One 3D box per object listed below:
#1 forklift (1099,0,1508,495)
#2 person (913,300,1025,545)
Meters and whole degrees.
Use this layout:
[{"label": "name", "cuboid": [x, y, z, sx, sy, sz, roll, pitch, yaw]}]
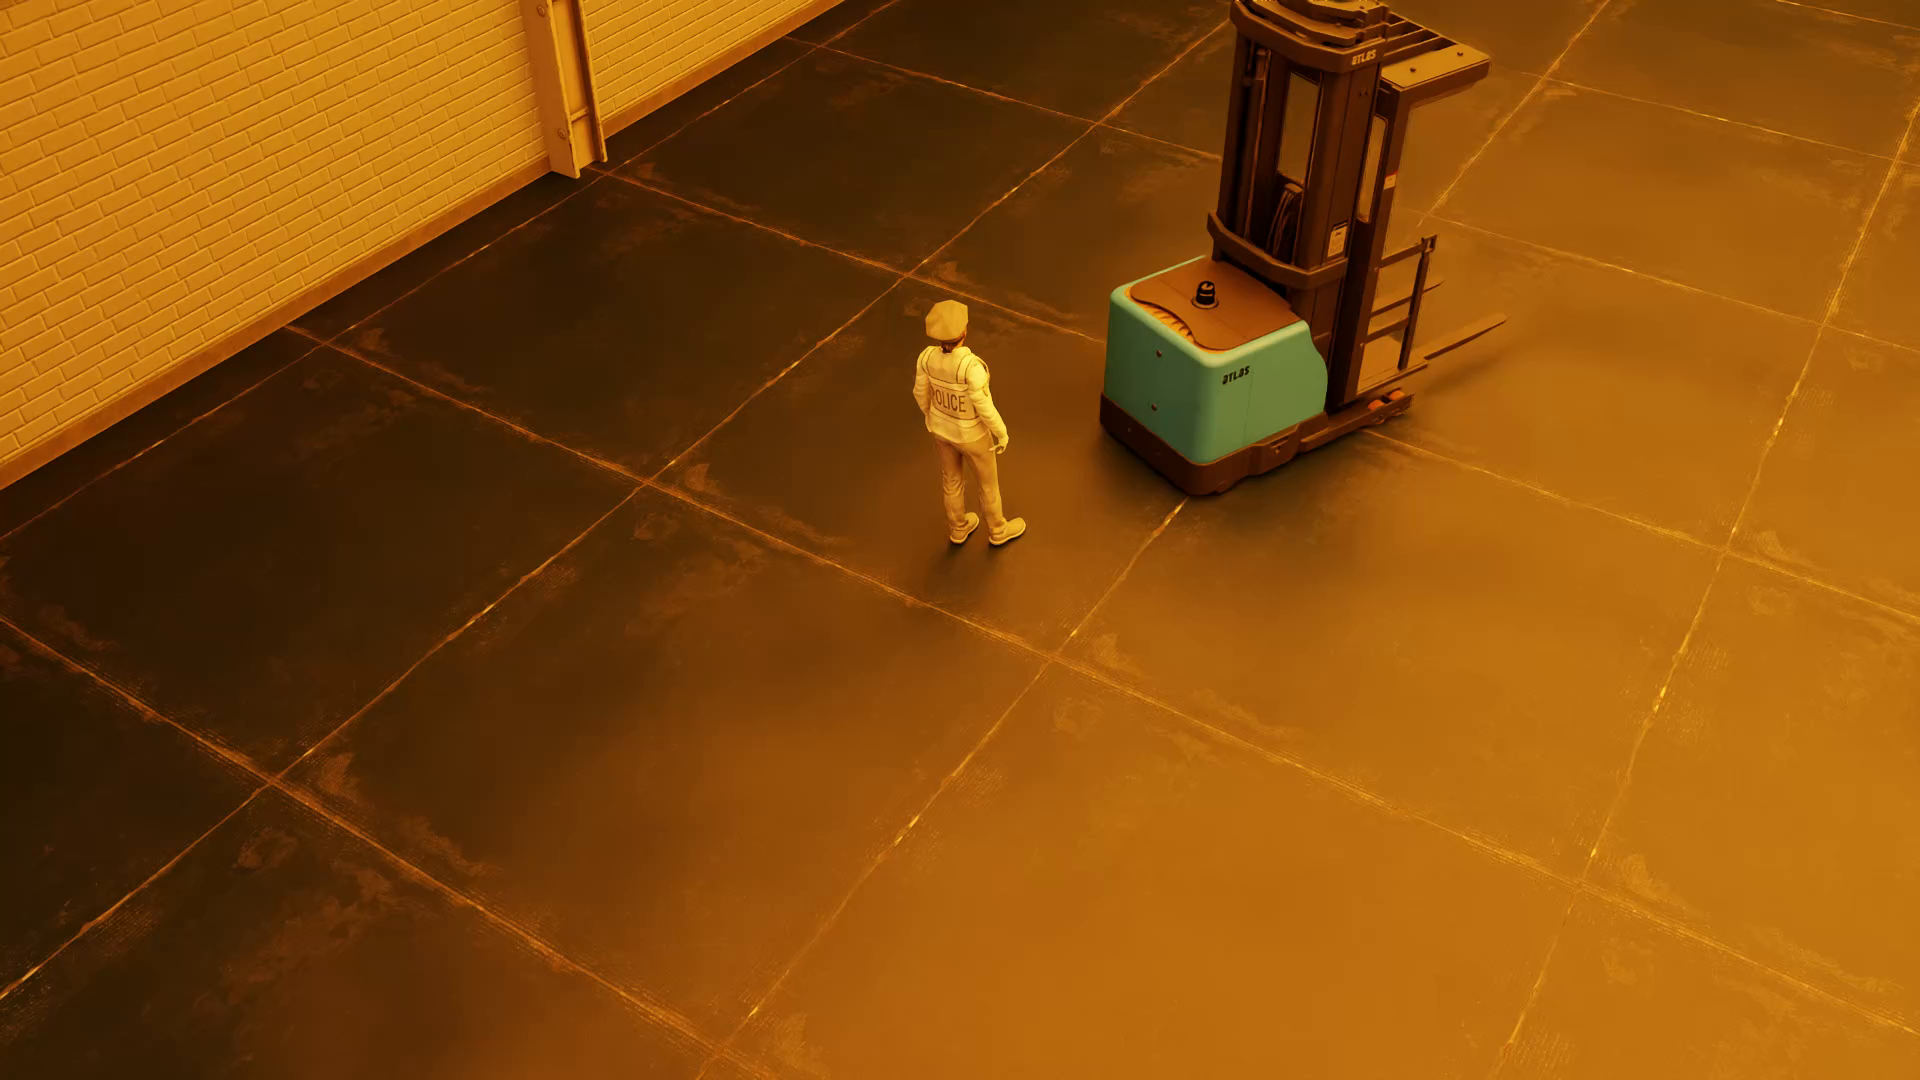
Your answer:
[{"label": "forklift", "cuboid": [2.433, -2.147, 10.501, 3.031, 2.935, 1.130, -24, 46, -25]}, {"label": "person", "cuboid": [0.043, -0.687, 9.723, 0.586, 1.694, 0.531, 22, 45, 24]}]
